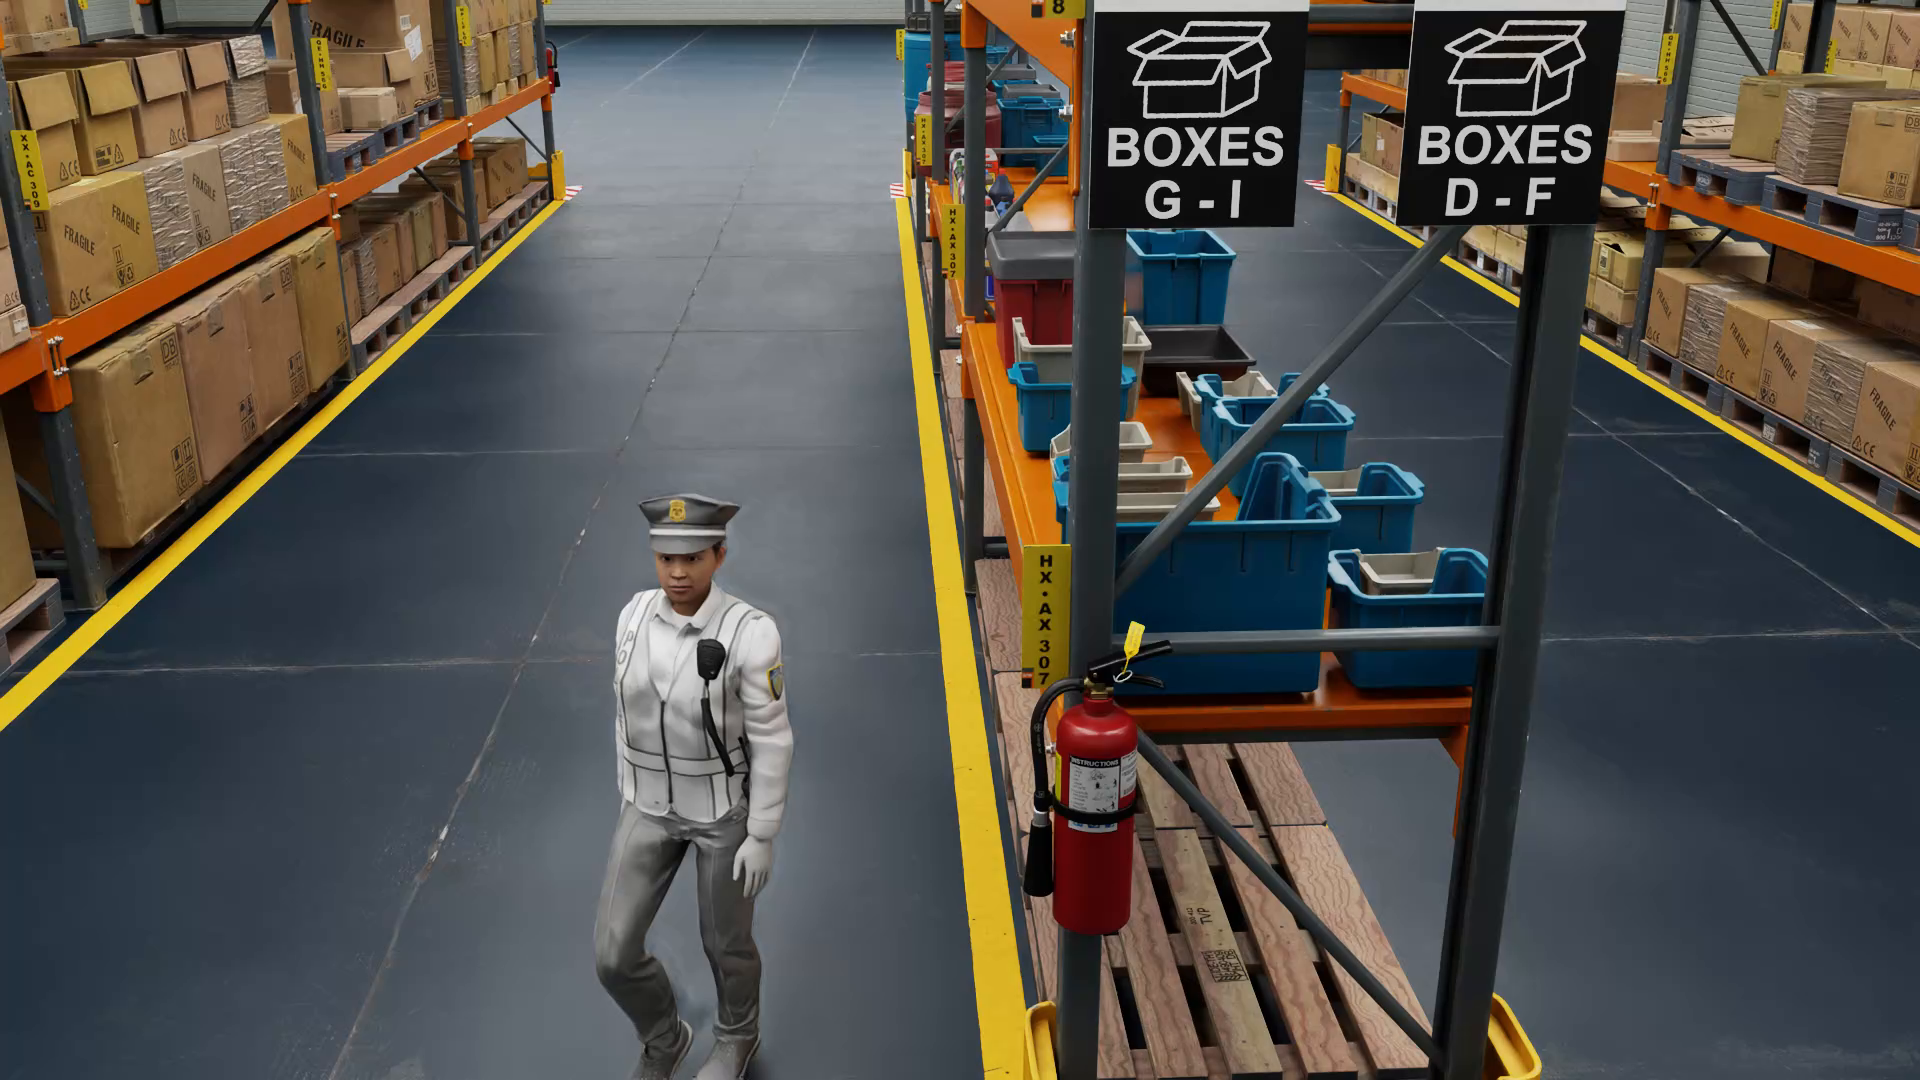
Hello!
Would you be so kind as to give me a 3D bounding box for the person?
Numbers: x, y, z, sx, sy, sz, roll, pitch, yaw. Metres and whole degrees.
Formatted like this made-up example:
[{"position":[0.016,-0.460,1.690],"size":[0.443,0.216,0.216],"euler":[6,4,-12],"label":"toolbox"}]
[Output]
[{"position":[-0.664,0.705,4.139],"size":[0.514,1.728,0.483],"euler":[6,21,15],"label":"person"}]
